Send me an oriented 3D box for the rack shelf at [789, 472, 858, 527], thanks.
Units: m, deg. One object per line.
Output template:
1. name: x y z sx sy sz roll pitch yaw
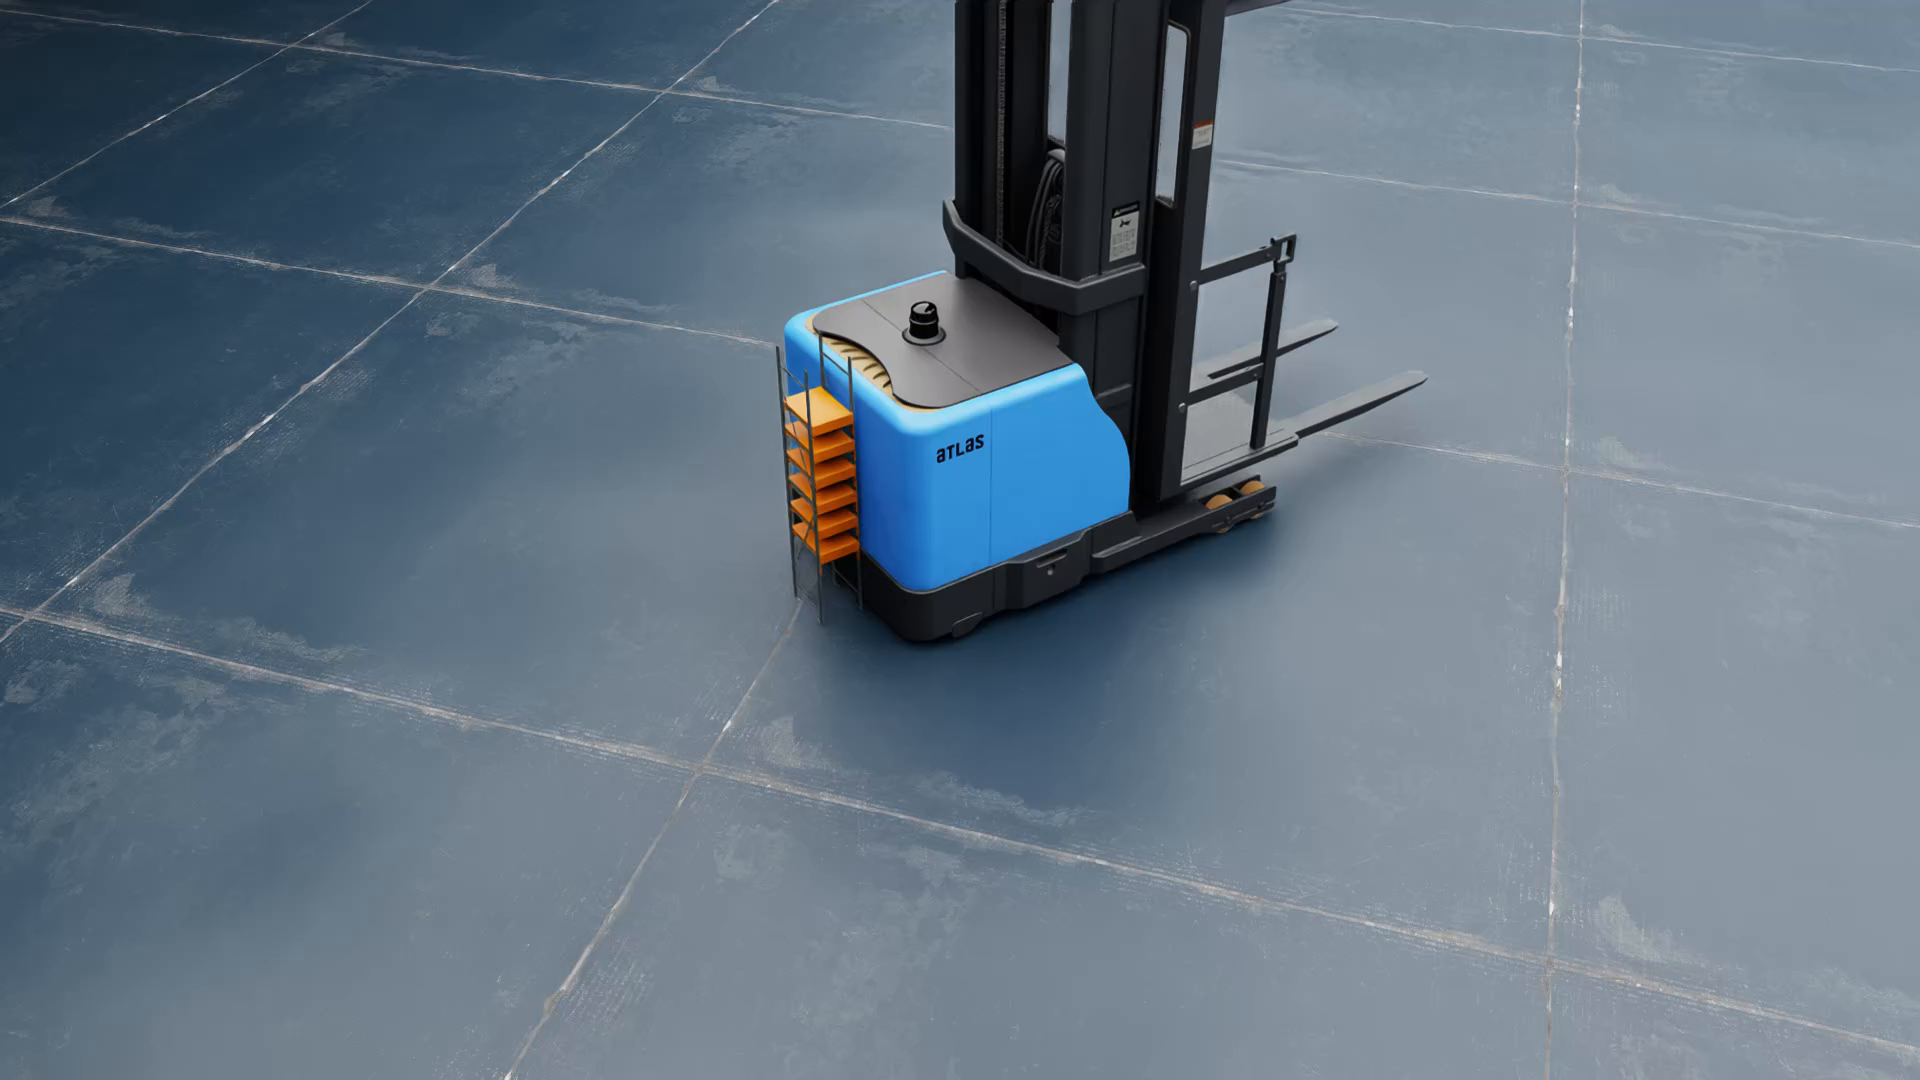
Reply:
1. rack shelf: -0.545 -0.182 6.561 0.180 0.103 0.258 -21 41 -26

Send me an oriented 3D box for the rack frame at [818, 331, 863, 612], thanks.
1. rack frame: -0.469 -0.248 6.575 0.006 1.200 0.240 -21 41 -26

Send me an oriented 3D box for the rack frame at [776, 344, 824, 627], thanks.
1. rack frame: -0.622 -0.188 6.494 0.006 1.200 0.240 -21 41 -26

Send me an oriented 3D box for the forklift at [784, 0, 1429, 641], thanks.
1. forklift: 0.792 -1.452 6.750 3.031 2.935 1.130 -21 41 -26

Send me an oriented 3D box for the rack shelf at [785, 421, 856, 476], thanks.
1. rack shelf: -0.545 -0.376 6.418 0.180 0.103 0.258 -21 41 -26

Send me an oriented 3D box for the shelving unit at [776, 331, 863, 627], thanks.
1. shelving unit: -0.545 -0.218 6.534 0.189 1.200 0.258 -21 41 -26

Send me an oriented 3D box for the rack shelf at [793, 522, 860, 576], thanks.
1. rack shelf: -0.545 0.011 6.703 0.180 0.103 0.258 -21 41 -26

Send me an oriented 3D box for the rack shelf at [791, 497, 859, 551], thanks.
1. rack shelf: -0.545 -0.086 6.632 0.180 0.103 0.258 -21 41 -26

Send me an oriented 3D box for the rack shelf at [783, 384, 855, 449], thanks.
1. rack shelf: -0.545 -0.472 6.347 0.180 0.103 0.258 -21 41 -26

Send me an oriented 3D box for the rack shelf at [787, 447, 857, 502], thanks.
1. rack shelf: -0.545 -0.279 6.489 0.180 0.103 0.258 -21 41 -26
